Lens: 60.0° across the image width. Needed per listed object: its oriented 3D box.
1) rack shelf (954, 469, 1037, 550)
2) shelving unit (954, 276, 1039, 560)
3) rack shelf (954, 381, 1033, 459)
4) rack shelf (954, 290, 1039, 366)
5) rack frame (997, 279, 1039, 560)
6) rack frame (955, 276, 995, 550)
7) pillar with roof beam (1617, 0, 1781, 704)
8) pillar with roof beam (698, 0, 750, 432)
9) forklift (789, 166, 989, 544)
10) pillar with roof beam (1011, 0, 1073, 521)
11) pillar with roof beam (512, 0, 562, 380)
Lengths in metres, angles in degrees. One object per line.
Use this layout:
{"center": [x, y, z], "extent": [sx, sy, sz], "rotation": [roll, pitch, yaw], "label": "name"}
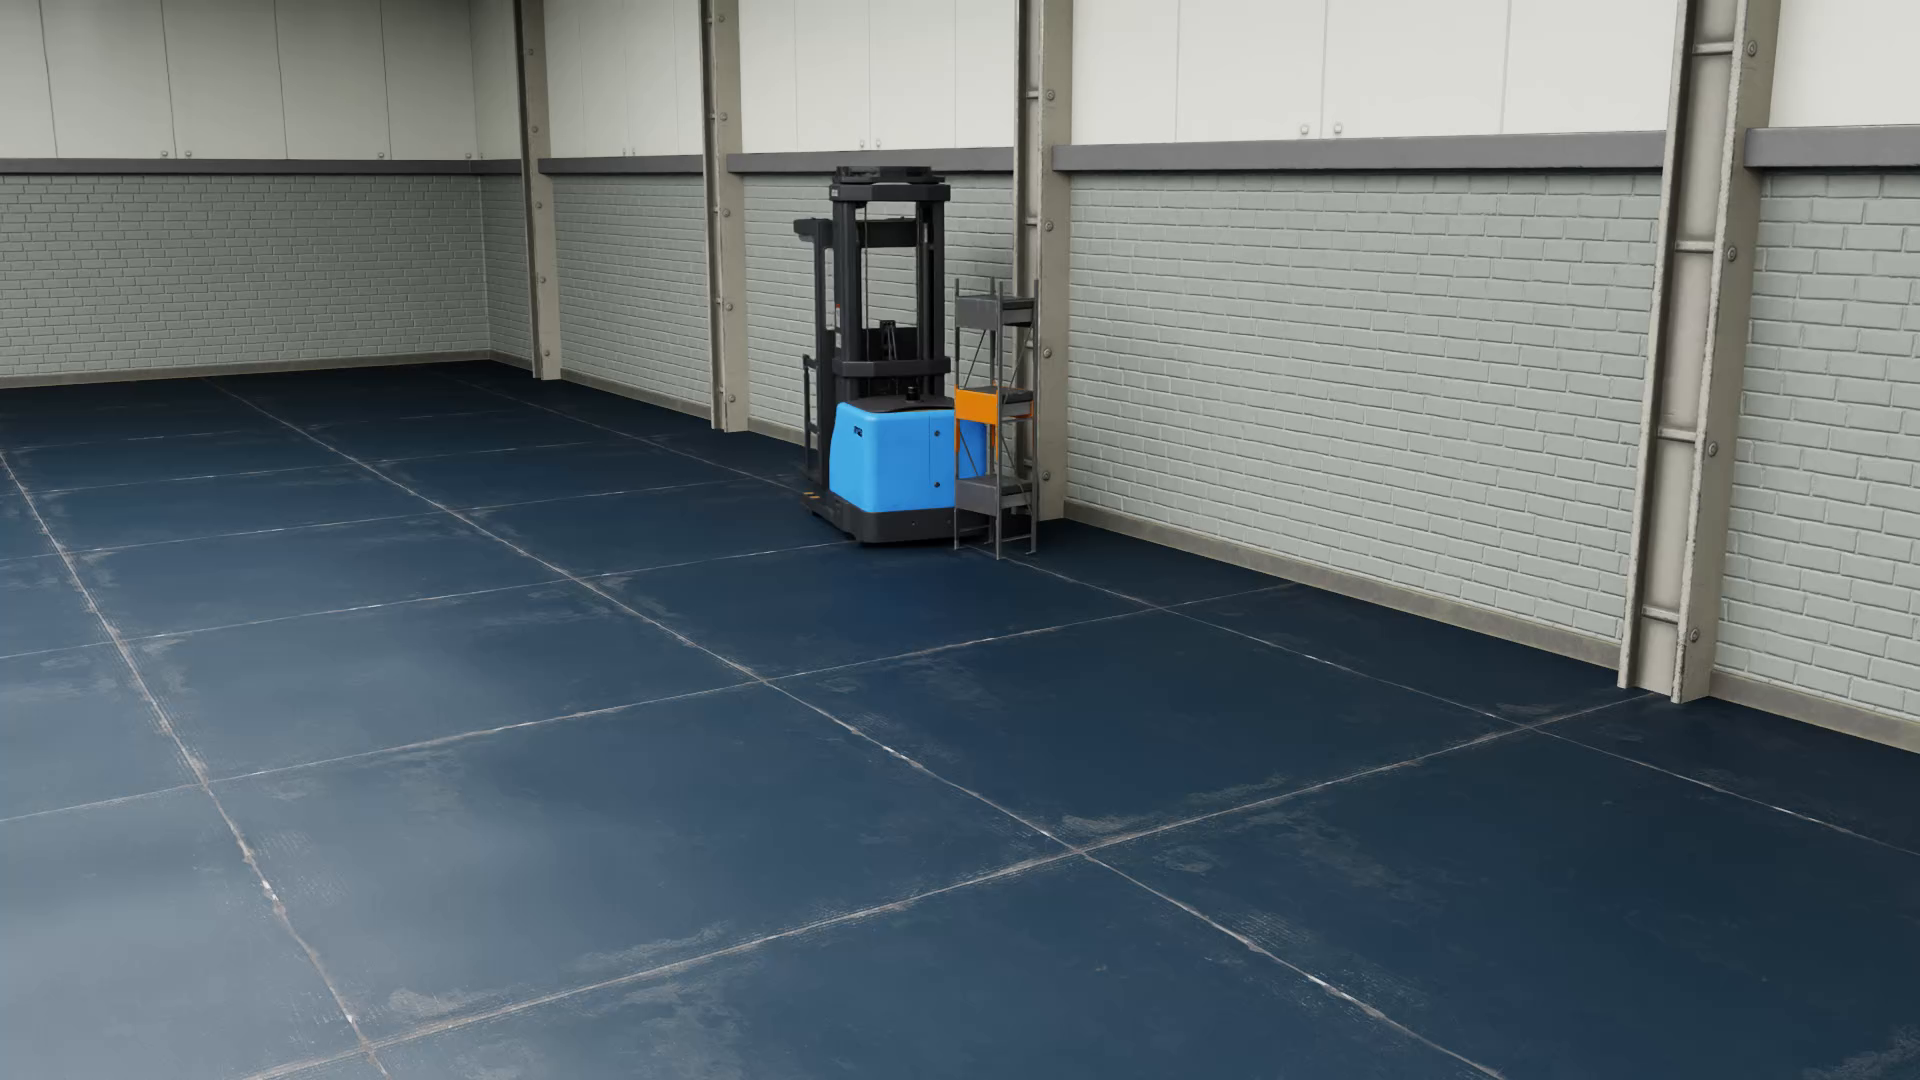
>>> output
{"center": [0.274, -0.242, 12.892], "extent": [0.431, 0.518, 0.480], "rotation": [-11, 16, -40], "label": "rack shelf"}
{"center": [0.274, -0.939, 12.740], "extent": [0.431, 2.100, 0.503], "rotation": [-11, 16, -40], "label": "shelving unit"}
{"center": [0.274, -0.926, 12.743], "extent": [0.431, 0.518, 0.480], "rotation": [-11, 16, -40], "label": "rack shelf"}
{"center": [0.274, -1.609, 12.593], "extent": [0.431, 0.518, 0.480], "rotation": [-11, 16, -40], "label": "rack shelf"}
{"center": [0.435, -0.900, 12.561], "extent": [0.400, 2.100, 0.015], "rotation": [-11, 16, -40], "label": "rack frame"}
{"center": [0.113, -0.978, 12.919], "extent": [0.400, 2.100, 0.015], "rotation": [-11, 16, -40], "label": "rack frame"}
{"center": [0.418, -3.032, 6.164], "extent": [9.100, 9.000, 0.400], "rotation": [-8, 15, -33], "label": "pillar with roof beam"}
{"center": [-6.230, -5.166, 15.923], "extent": [9.100, 9.000, 0.400], "rotation": [-8, 15, -33], "label": "pillar with roof beam"}
{"center": [-0.762, -1.674, 14.154], "extent": [1.130, 2.935, 3.031], "rotation": [-5, 13, -20], "label": "forklift"}
{"center": [-2.906, -4.099, 11.044], "extent": [9.100, 9.000, 0.400], "rotation": [-8, 15, -33], "label": "pillar with roof beam"}
{"center": [-9.554, -6.234, 20.803], "extent": [9.100, 9.000, 0.400], "rotation": [-8, 15, -33], "label": "pillar with roof beam"}
